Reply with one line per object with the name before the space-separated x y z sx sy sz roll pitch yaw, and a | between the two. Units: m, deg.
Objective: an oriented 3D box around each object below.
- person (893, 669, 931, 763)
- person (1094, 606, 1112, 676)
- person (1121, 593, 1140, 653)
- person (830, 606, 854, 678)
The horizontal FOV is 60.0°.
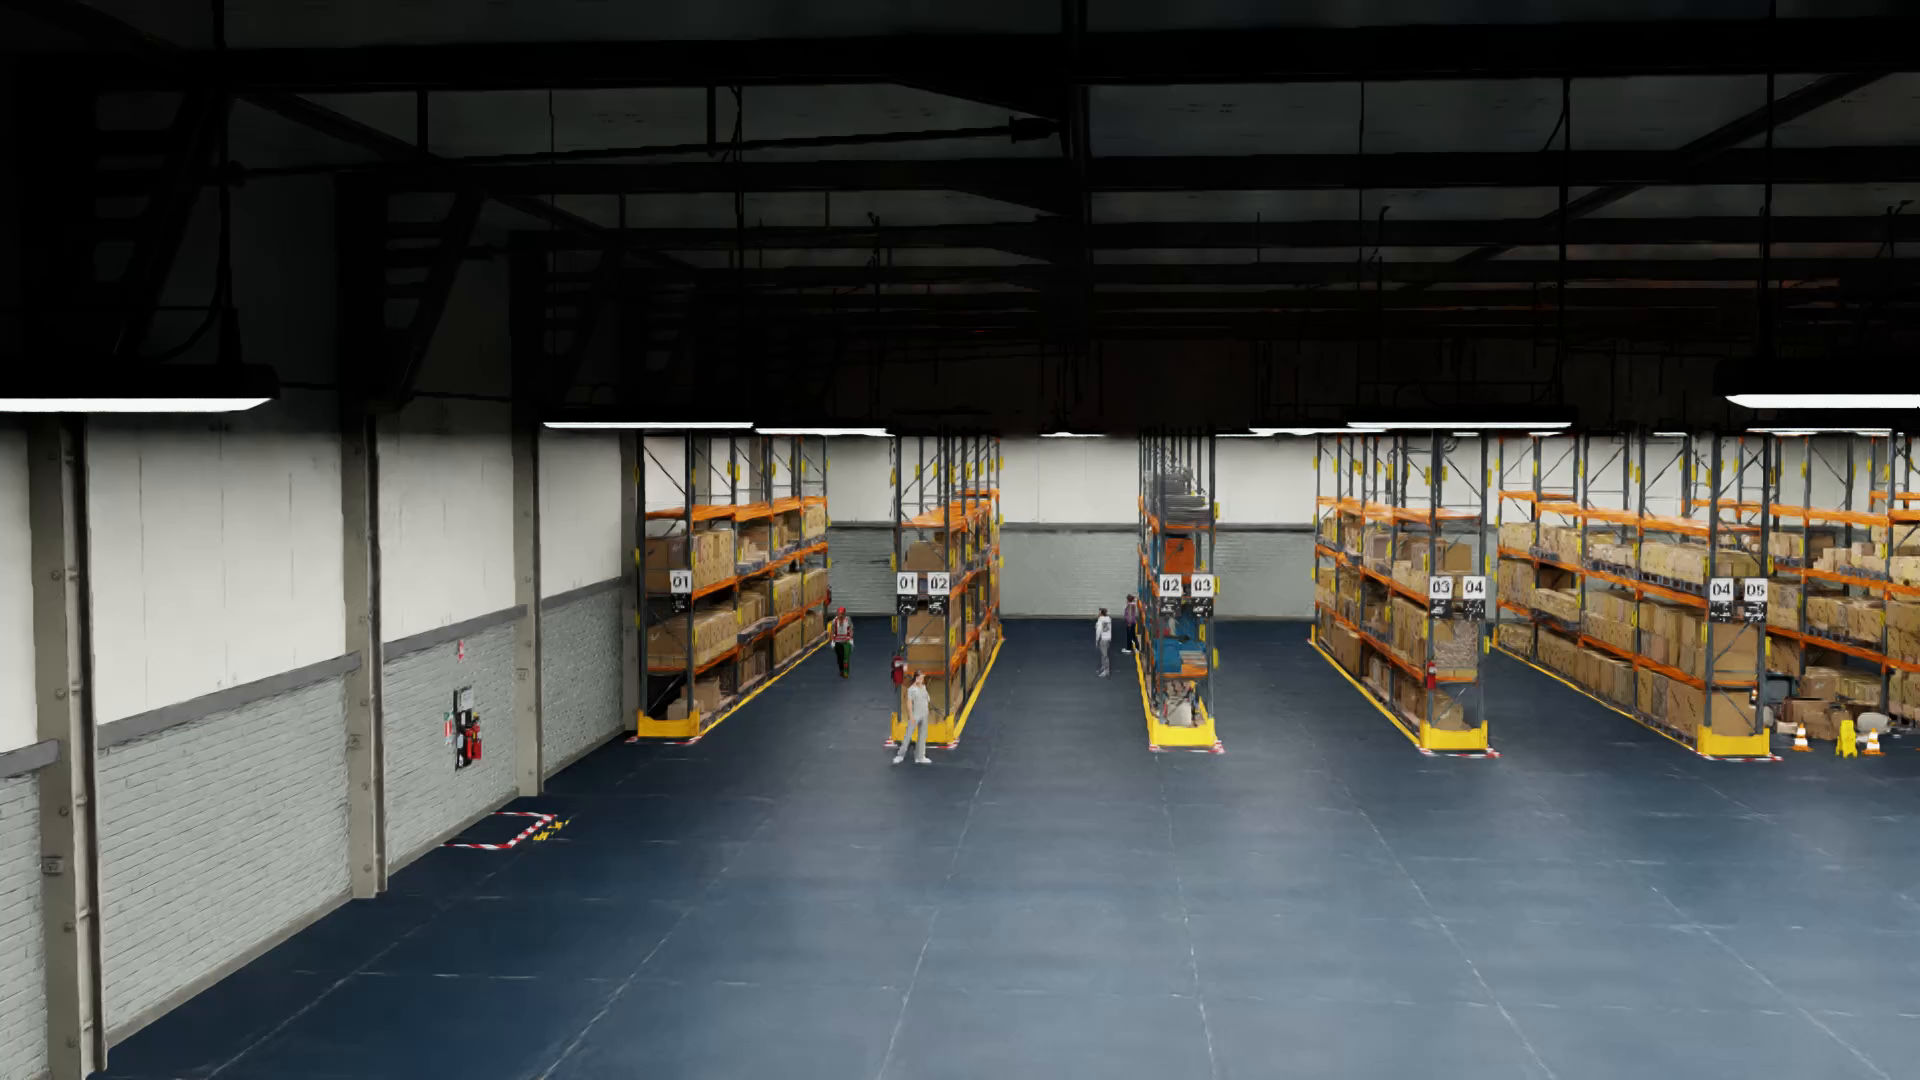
person | -0.865 3.110 29.325 0.643 1.666 0.464 -3 5 -41
person | 3.450 2.430 40.186 0.544 1.667 0.573 3 4 36
person | 4.569 2.217 44.479 0.528 1.587 0.584 1 4 8
person | -2.837 2.422 39.879 0.557 1.705 1.116 0 3 3
